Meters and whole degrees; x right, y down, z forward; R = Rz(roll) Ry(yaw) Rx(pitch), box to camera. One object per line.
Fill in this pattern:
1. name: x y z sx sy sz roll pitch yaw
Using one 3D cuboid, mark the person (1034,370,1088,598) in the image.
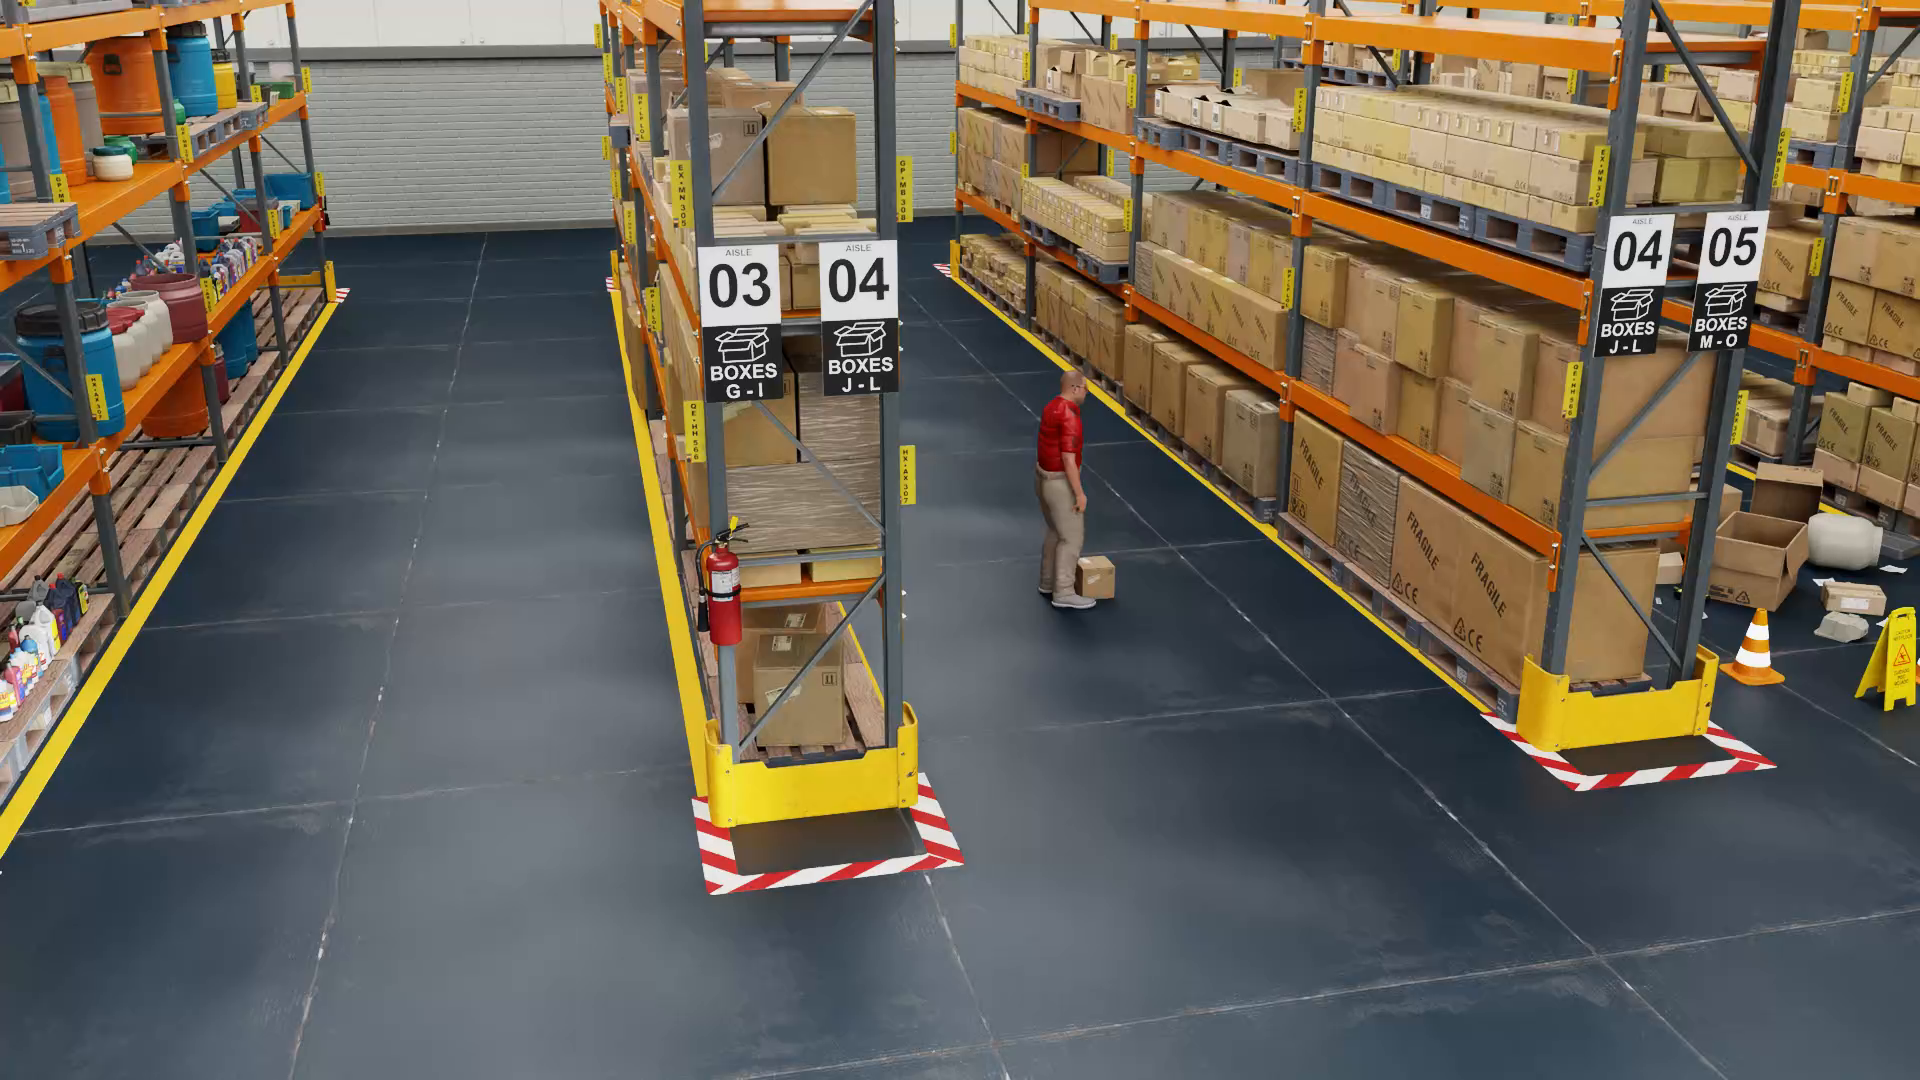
1. person: 0.753 -0.425 12.184 0.373 1.657 0.596 -5 20 -14
